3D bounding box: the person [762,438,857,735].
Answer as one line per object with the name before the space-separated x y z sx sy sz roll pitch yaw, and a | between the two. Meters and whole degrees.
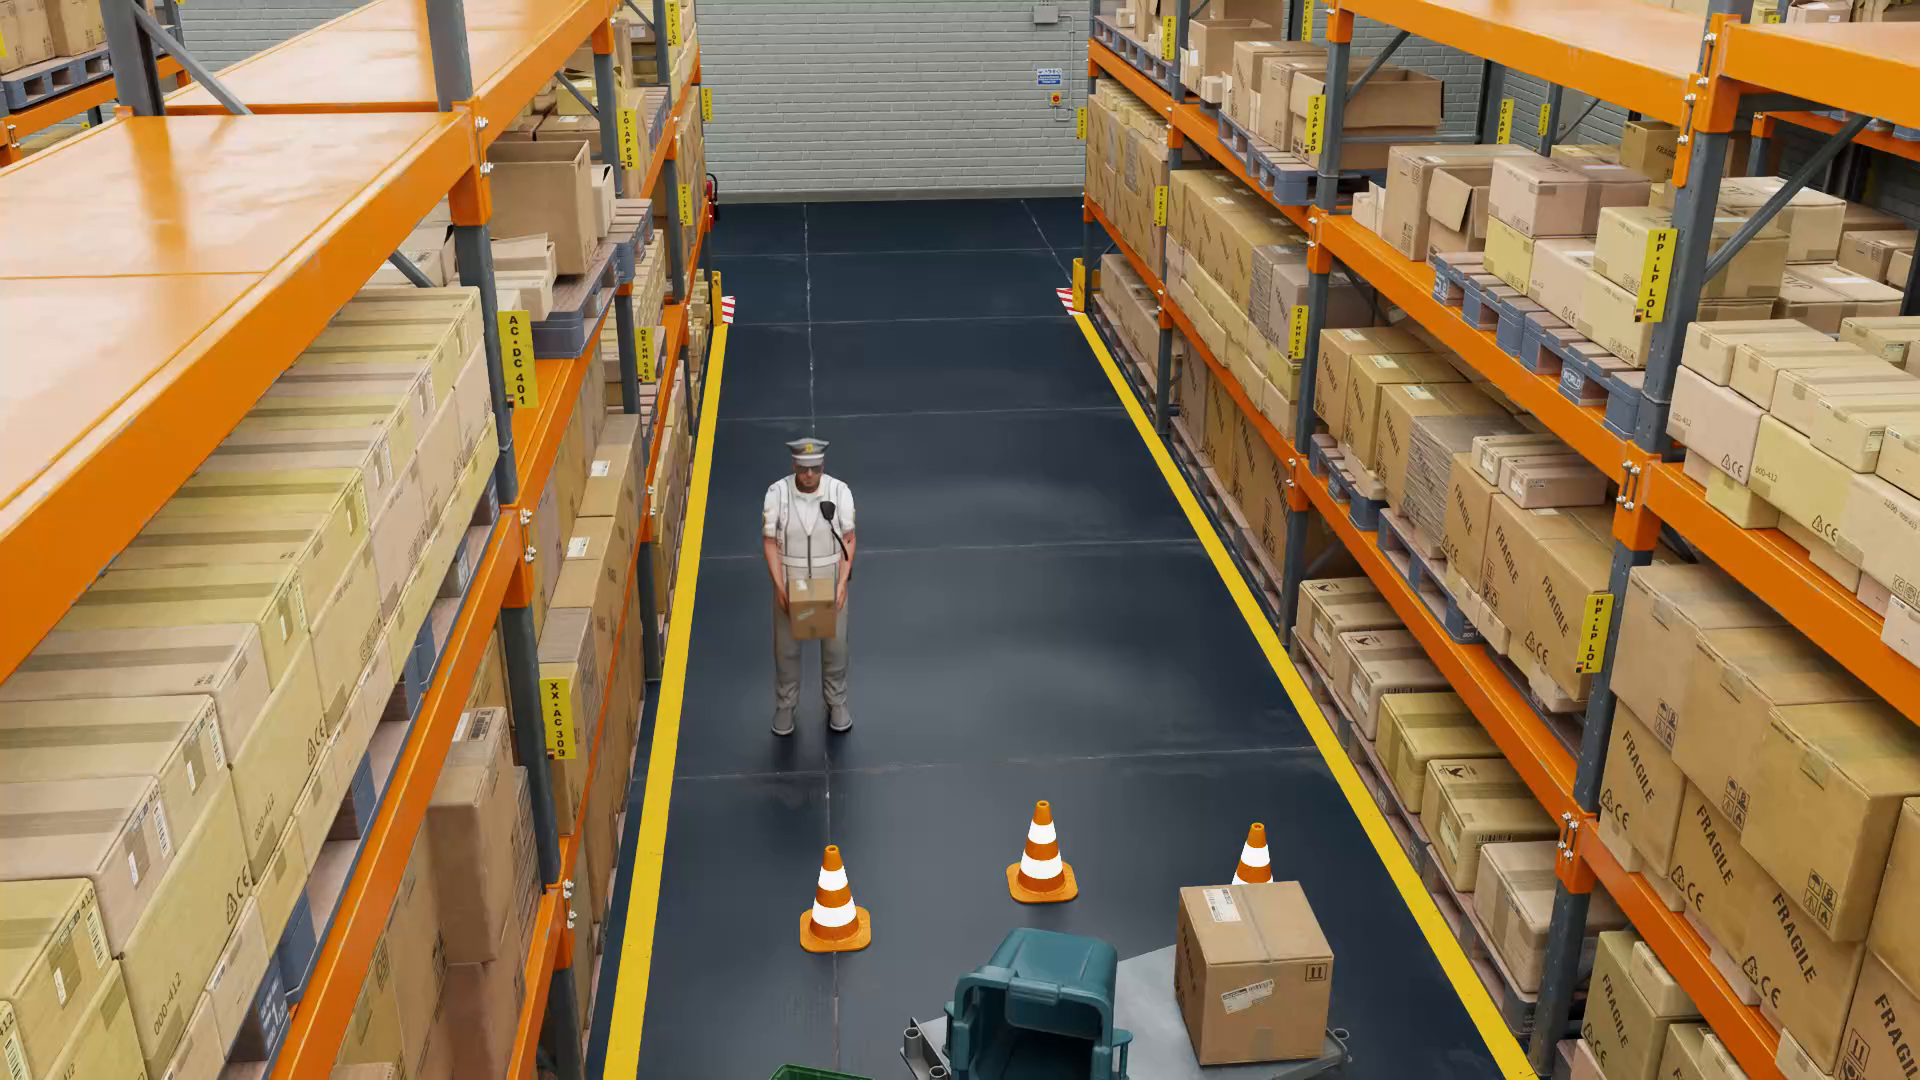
person | -0.848 0.254 9.480 0.533 1.770 0.491 -3 24 -6
